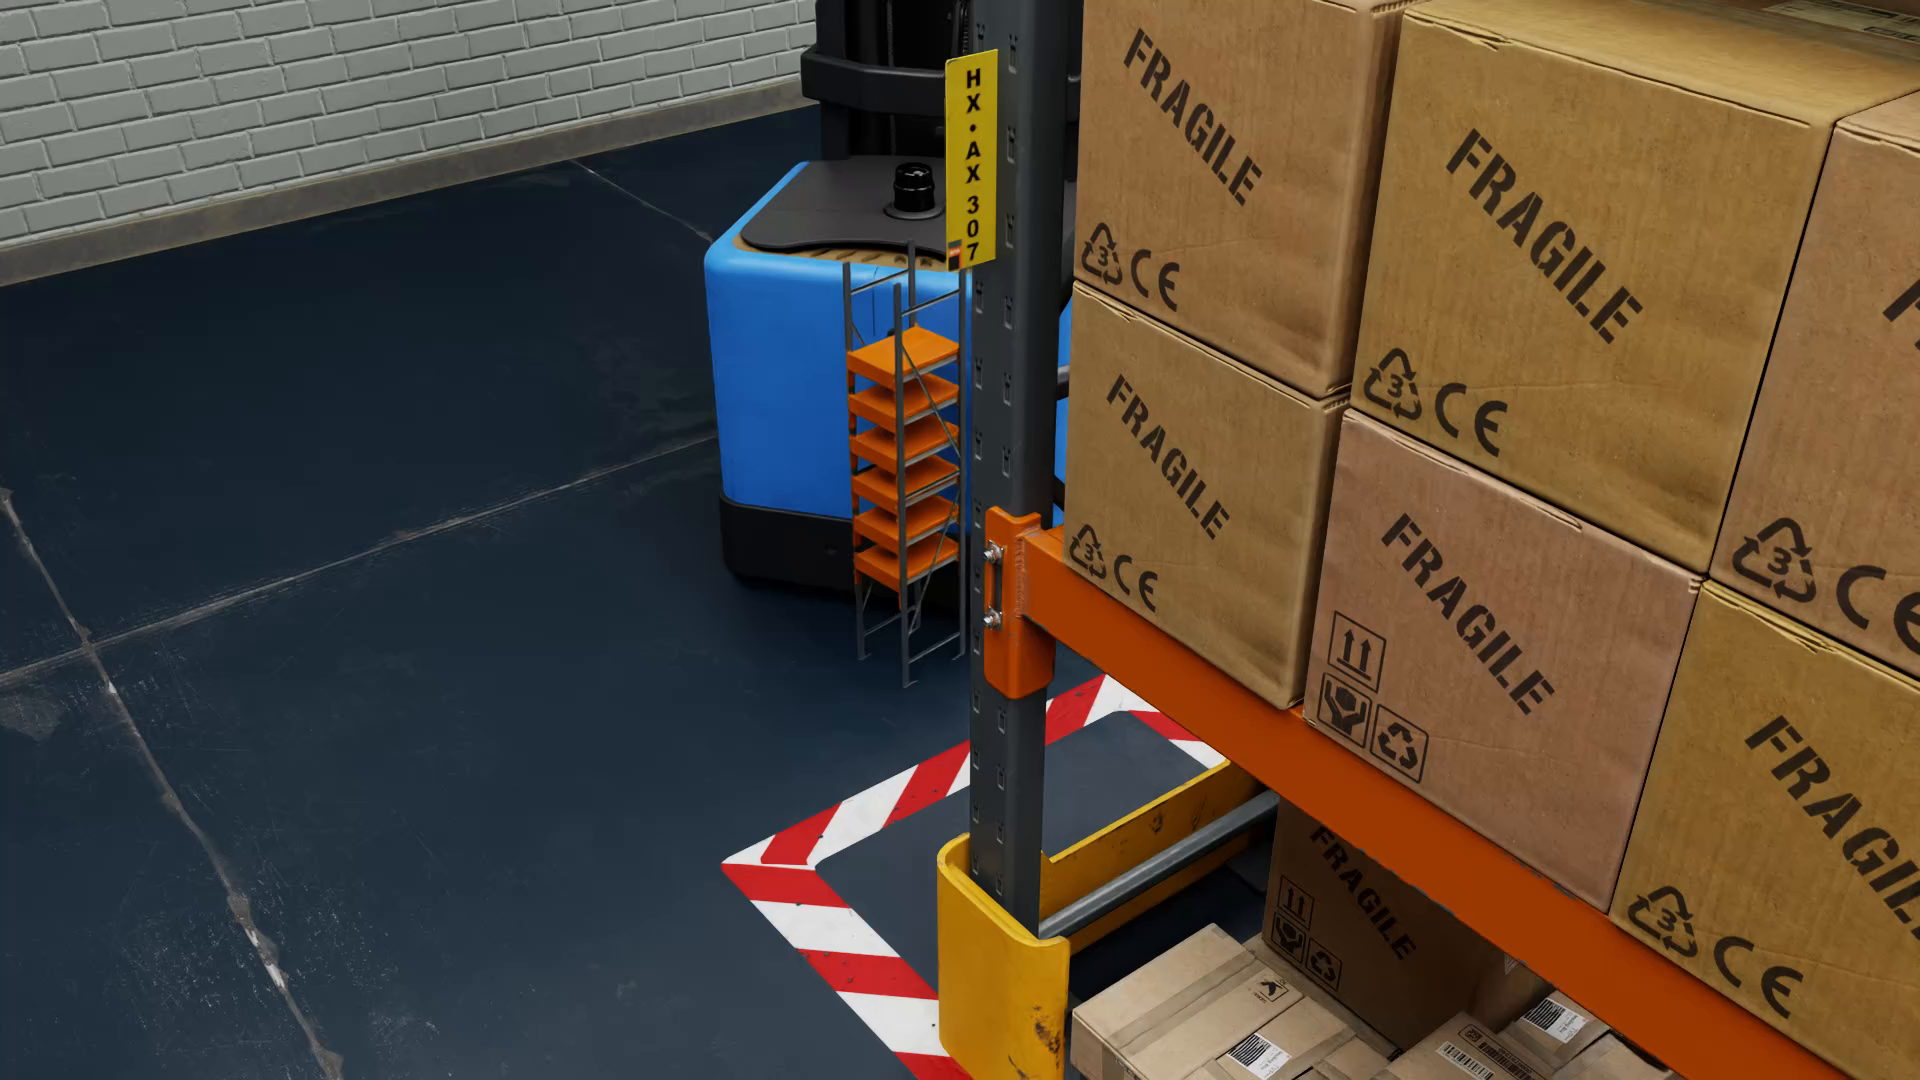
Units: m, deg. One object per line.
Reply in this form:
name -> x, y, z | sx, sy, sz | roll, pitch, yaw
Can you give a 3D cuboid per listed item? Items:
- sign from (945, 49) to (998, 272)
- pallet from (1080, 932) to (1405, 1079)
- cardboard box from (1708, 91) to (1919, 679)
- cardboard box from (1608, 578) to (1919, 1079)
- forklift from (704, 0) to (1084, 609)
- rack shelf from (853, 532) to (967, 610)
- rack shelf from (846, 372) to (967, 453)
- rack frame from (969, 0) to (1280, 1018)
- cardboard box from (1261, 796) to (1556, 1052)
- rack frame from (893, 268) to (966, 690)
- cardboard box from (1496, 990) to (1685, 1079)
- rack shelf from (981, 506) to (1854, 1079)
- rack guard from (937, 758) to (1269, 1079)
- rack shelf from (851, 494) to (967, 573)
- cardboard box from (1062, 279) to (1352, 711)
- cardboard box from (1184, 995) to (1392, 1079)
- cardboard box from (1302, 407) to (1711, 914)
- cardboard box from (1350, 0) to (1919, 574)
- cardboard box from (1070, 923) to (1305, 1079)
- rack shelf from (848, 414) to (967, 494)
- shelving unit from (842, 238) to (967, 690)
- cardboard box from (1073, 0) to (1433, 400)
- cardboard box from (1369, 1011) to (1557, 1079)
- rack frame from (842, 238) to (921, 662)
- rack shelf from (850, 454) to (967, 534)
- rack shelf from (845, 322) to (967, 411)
sign -> 0.020, -0.566, 2.497 | 0.100, 0.325, 0.005 | -22, 38, -31
pallet -> 0.985, 1.175, 3.159 | 1.003, 0.211, 1.213 | -22, 38, -31
cardboard box -> 1.142, -0.145, 1.598 | 0.500, 0.500, 0.500 | -22, 38, -31
cardboard box -> 1.138, 0.278, 1.865 | 0.500, 0.500, 0.500 | -22, 38, -32
forklift -> 0.163, -1.792, 5.358 | 1.130, 2.935, 3.031 | 8, 33, 13
rack shelf -> -0.136, 0.066, 4.546 | 0.258, 0.103, 0.180 | -28, 41, -37
rack shelf -> -0.136, -0.342, 4.293 | 0.258, 0.103, 0.180 | -28, 41, -37
rack frame -> 0.449, -0.374, 3.009 | 1.000, 3.000, 0.127 | -22, 38, -31
cardboard box -> 0.977, 0.648, 3.316 | 0.500, 0.500, 0.500 | -22, 38, -31
rack frame -> -0.072, -0.142, 4.341 | 0.240, 1.200, 0.006 | -28, 41, -37
cardboard box -> 1.154, 0.988, 3.085 | 0.380, 0.166, 0.250 | -22, 38, -31
rack shelf -> 1.675, 0.765, 1.856 | 1.077, 0.370, 4.000 | -22, 38, -31
rack guard -> 0.495, 0.720, 3.617 | 1.175, 0.500, 0.348 | -22, 38, -31
rack shelf -> -0.136, -0.036, 4.483 | 0.258, 0.103, 0.180 | -28, 41, -37
cardboard box -> 0.512, -0.146, 2.547 | 0.500, 0.500, 0.500 | -21, 38, -30
cardboard box -> 0.587, 1.033, 3.012 | 0.380, 0.166, 0.250 | -22, 38, -31
cardboard box -> 0.833, 0.067, 2.204 | 0.500, 0.500, 0.500 | -23, 38, -32
cardboard box -> 0.839, -0.355, 1.937 | 0.500, 0.500, 0.500 | -22, 38, -31
cardboard box -> 0.434, 0.936, 3.185 | 0.380, 0.149, 0.250 | -22, 38, -31
rack shelf -> -0.136, -0.240, 4.356 | 0.258, 0.103, 0.180 | -28, 41, -37
shelving unit -> -0.136, -0.176, 4.396 | 0.258, 1.200, 0.189 | -28, 41, -37
cardboard box -> 0.512, -0.571, 2.283 | 0.500, 0.500, 0.500 | -21, 38, -30
cardboard box -> 0.865, 1.134, 2.770 | 0.500, 0.250, 0.500 | -22, 38, -31
rack frame -> -0.201, -0.210, 4.451 | 0.240, 1.200, 0.006 | -28, 41, -37
rack shelf -> -0.136, -0.138, 4.419 | 0.258, 0.103, 0.180 | -28, 41, -37
rack shelf -> -0.136, -0.444, 4.229 | 0.258, 0.103, 0.180 | -28, 41, -37
